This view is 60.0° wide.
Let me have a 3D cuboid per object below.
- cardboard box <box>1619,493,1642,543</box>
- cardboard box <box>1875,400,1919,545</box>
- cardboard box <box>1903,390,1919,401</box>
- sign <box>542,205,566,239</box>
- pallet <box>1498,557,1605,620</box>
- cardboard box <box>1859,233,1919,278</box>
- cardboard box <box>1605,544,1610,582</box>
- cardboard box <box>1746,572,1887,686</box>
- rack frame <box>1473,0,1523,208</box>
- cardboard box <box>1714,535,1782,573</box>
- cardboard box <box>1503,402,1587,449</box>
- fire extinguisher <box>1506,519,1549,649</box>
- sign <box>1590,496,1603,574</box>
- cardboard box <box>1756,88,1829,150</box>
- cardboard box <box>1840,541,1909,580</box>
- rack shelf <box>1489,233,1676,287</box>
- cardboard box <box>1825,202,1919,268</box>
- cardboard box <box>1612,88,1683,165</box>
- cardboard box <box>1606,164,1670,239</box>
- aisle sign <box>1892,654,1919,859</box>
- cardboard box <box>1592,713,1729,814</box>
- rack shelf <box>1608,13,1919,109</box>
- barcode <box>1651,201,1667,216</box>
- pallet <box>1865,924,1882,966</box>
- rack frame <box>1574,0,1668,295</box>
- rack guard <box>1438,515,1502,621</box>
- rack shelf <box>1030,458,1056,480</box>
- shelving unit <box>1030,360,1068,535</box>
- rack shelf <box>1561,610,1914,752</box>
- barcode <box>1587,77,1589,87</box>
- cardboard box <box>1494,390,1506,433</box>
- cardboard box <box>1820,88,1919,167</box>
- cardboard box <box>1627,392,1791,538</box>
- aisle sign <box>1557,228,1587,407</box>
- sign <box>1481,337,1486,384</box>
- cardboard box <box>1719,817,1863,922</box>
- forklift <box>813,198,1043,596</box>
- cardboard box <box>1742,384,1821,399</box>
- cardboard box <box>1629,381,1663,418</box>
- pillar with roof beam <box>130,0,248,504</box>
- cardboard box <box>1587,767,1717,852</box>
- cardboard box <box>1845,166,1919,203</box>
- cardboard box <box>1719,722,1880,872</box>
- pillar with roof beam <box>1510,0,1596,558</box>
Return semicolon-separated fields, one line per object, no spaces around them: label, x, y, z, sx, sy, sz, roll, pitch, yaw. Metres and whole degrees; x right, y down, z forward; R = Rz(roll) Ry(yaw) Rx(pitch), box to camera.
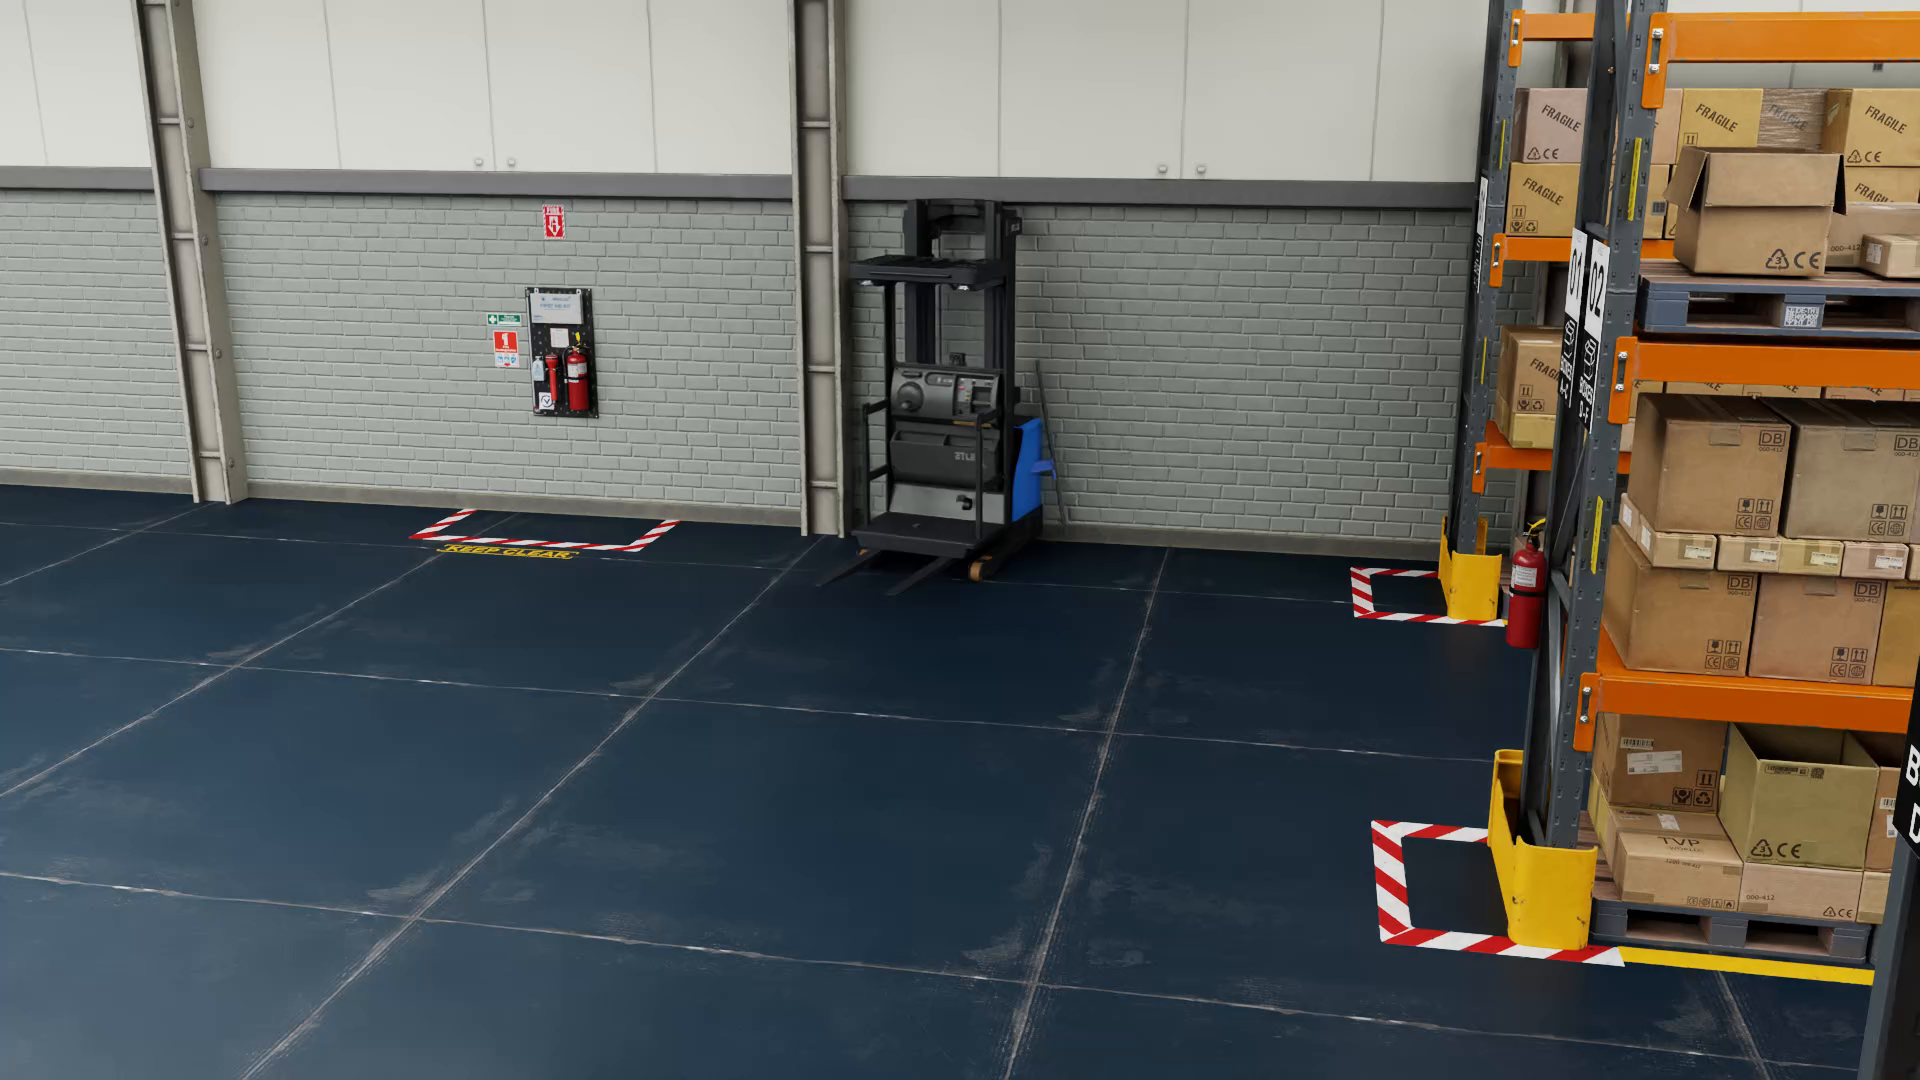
cardboard box;3.277;-0.101;7.835;0.250;0.149;0.380;3;16;10
cardboard box;4.382;-0.300;7.338;0.500;0.500;0.700;3;16;11
cardboard box;6.753;-1.062;11.546;0.500;0.500;0.500;3;16;11
sign;-3.575;-2.800;14.639;0.199;0.298;0.001;3;16;11
pallet;4.712;0.394;12.676;1.213;0.211;1.003;3;16;11
cardboard box;3.983;-1.196;6.994;0.250;0.149;0.380;3;16;11
cardboard box;5.067;0.168;12.480;0.500;0.311;0.500;4;16;16
cardboard box;3.835;0.296;7.617;0.500;0.500;0.700;4;16;13
rack frame;3.848;-3.898;11.707;0.127;3.000;1.000;3;16;11
cardboard box;3.466;0.019;7.402;0.250;0.149;0.380;3;16;10
cardboard box;4.263;-0.835;12.131;0.500;0.250;0.500;3;16;9
fire extinguisher;2.841;0.199;8.300;0.183;0.674;0.296;3;16;11
sign;2.748;-0.021;7.179;0.005;0.325;0.100;3;16;11
cardboard box;5.830;-2.951;11.808;0.500;0.500;0.500;3;16;11
cardboard box;3.957;0.047;7.302;0.250;0.149;0.380;3;16;10
rack shelf;5.808;-1.999;11.819;4.000;0.370;1.077;3;16;11
cardboard box;4.046;-1.362;7.401;0.500;0.250;0.500;3;16;11
cardboard box;4.659;-2.868;11.510;0.500;0.500;0.500;3;16;10
cardboard box;4.645;-2.389;11.654;0.500;0.500;0.500;4;16;15
aisle sign;1.863;0.251;3.099;0.004;0.787;0.394;3;16;11
cardboard box;3.450;1.001;8.217;0.500;0.500;0.500;3;16;11
rack shelf;4.825;-1.956;6.793;4.000;0.370;1.077;3;16;11
barcode;3.257;-1.546;7.748;0.075;0.075;0.001;3;16;11
pallet;4.814;1.728;7.857;1.213;0.211;1.003;3;16;11
rack frame;2.865;-2.602;7.028;0.127;3.000;1.000;3;16;11
rack guard;3.923;0.202;12.827;0.348;0.500;1.175;3;16;11
rack shelf;0.286;-0.537;14.319;1.000;0.185;0.538;-10;6;-5
shelving unit;0.256;-0.713;14.299;1.048;1.500;0.538;-10;6;-5
rack shelf;4.825;0.742;7.540;4.000;0.370;1.077;3;16;11
barcode;4.644;-3.364;12.216;0.075;0.075;0.001;3;16;11
cardboard box;4.345;-0.970;12.618;0.500;0.250;0.500;3;16;12
cardboard box;6.170;-2.786;11.215;0.500;0.500;0.500;3;16;9
cardboard box;3.372;-0.353;7.530;0.500;0.500;0.700;3;16;11
aisle sign;2.859;-1.044;7.771;0.004;0.787;0.394;3;16;11
sign;3.740;-1.282;11.879;0.005;0.325;0.100;3;16;11
cardboard box;3.837;1.524;7.734;0.500;0.250;0.500;3;16;11
forklift;-0.203;-1.200;13.335;1.130;2.935;3.031;6;17;22
cardboard box;5.752;-1.119;11.752;0.500;0.500;0.500;4;16;13
cardboard box;4.738;-1.173;11.945;0.500;0.500;0.500;3;16;11
pillar with roof beam;-7.911;-3.599;10.628;0.400;9.000;9.100;3;16;11
cardboard box;3.449;1.363;8.316;0.500;0.250;0.500;3;16;11
cardboard box;6.180;-2.309;11.366;0.500;0.500;0.500;2;16;9
cardboard box;3.836;1.163;7.632;0.500;0.500;0.500;3;16;11
pillar with roof beam;3.849;-2.961;8.323;0.400;9.000;9.100;3;16;11
